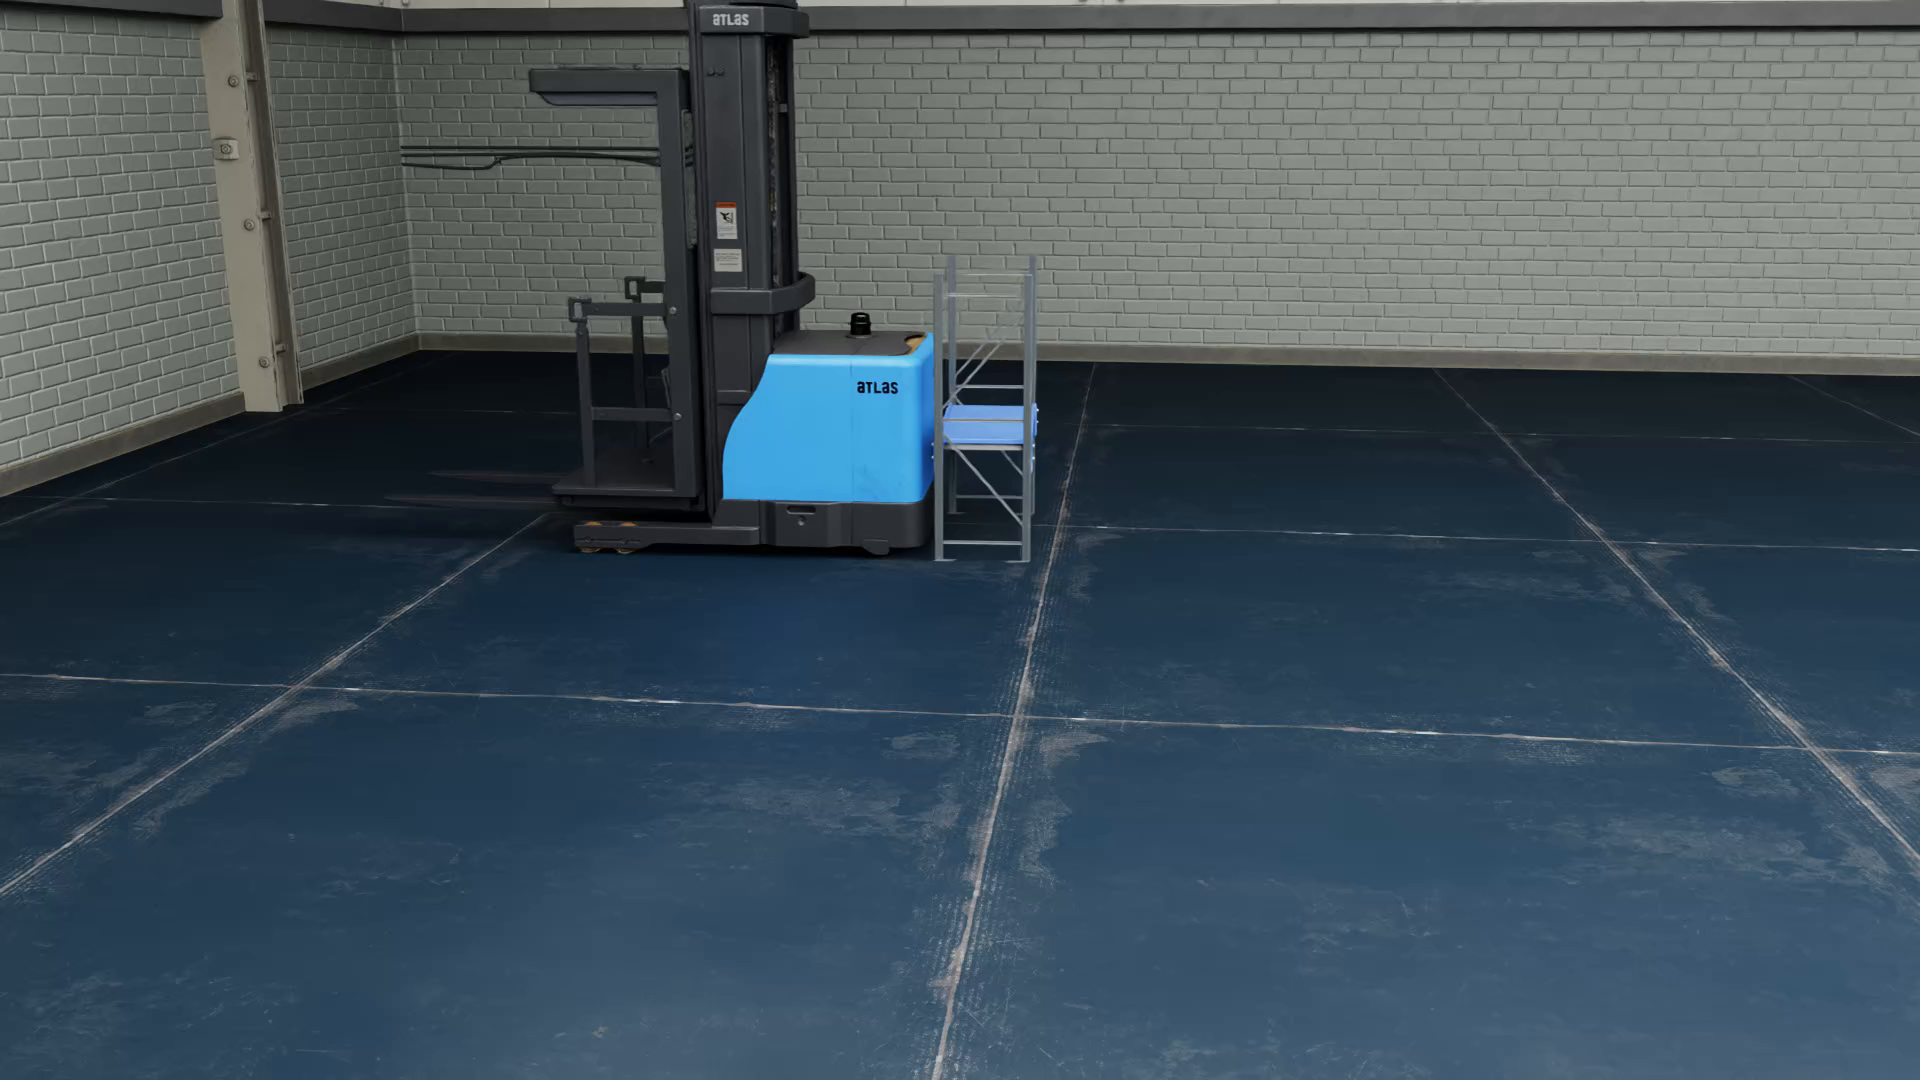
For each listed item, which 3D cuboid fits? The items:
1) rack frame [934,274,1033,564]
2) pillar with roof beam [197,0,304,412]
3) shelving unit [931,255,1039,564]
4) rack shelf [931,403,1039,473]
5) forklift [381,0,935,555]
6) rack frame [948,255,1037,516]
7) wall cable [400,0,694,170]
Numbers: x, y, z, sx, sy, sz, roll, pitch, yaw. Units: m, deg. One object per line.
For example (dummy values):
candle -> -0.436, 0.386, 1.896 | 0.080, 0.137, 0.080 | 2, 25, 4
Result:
rack frame -> 0.117, -0.609, 8.542 | 0.500, 1.500, 0.032 | 1, 15, 4
pillar with roof beam -> -1.100, -5.261, 11.380 | 9.100, 9.000, 0.400 | 2, 15, 6
shelving unit -> 0.151, -0.742, 9.032 | 0.538, 1.500, 1.048 | 1, 15, 4
rack shelf -> 0.151, -0.568, 9.078 | 0.538, 0.185, 1.000 | 1, 15, 4
forklift -> -1.648, -1.476, 9.004 | 3.031, 2.935, 1.130 | 1, 15, 5
rack frame -> 0.184, -0.874, 9.521 | 0.500, 1.500, 0.032 | 1, 15, 4
wall cable -> -3.731, -4.614, 14.936 | 3.097, 2.526, 0.112 | 2, 15, 6
